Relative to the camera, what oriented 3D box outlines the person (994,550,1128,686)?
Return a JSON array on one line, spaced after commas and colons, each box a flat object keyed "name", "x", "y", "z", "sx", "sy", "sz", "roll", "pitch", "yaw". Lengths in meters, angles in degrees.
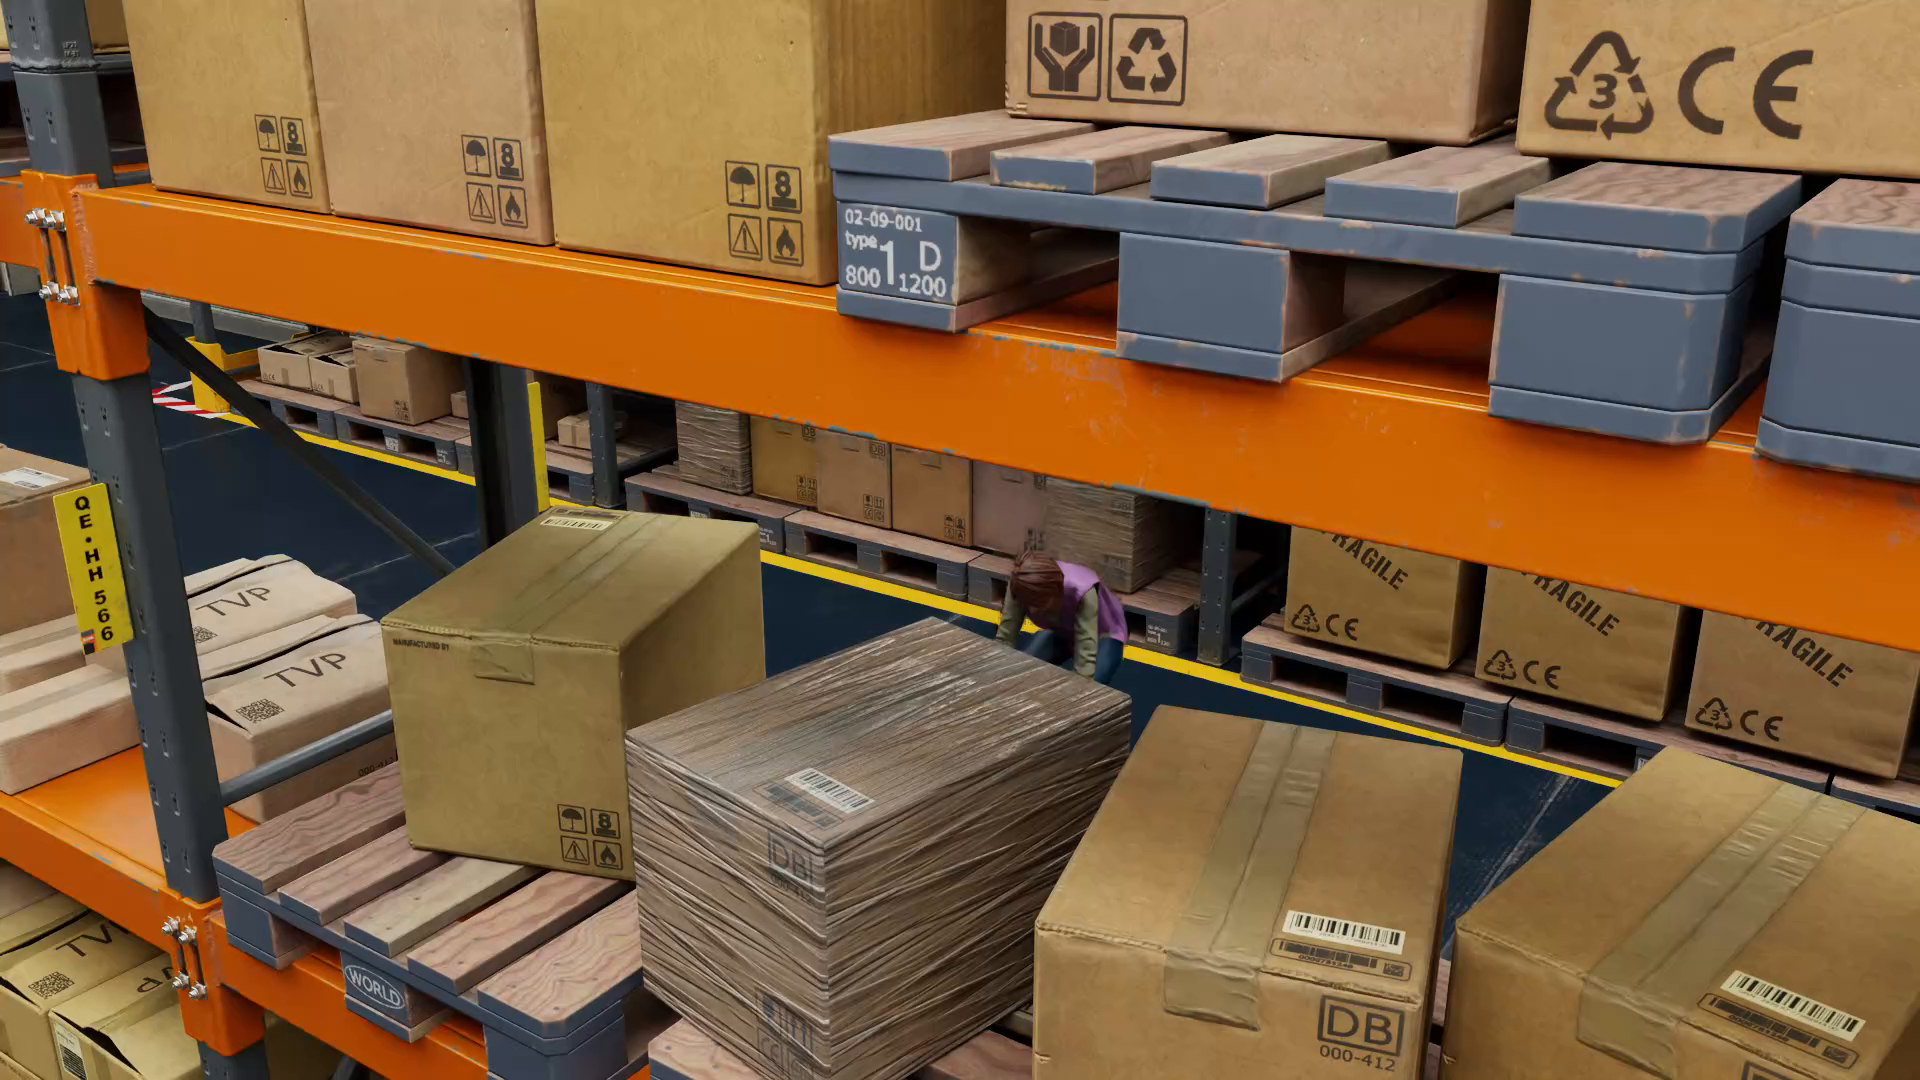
[{"name": "person", "x": 0.410, "y": 0.475, "z": 6.556, "sx": 0.461, "sy": 1.075, "sz": 0.754, "roll": 13, "pitch": 24, "yaw": 32}]
